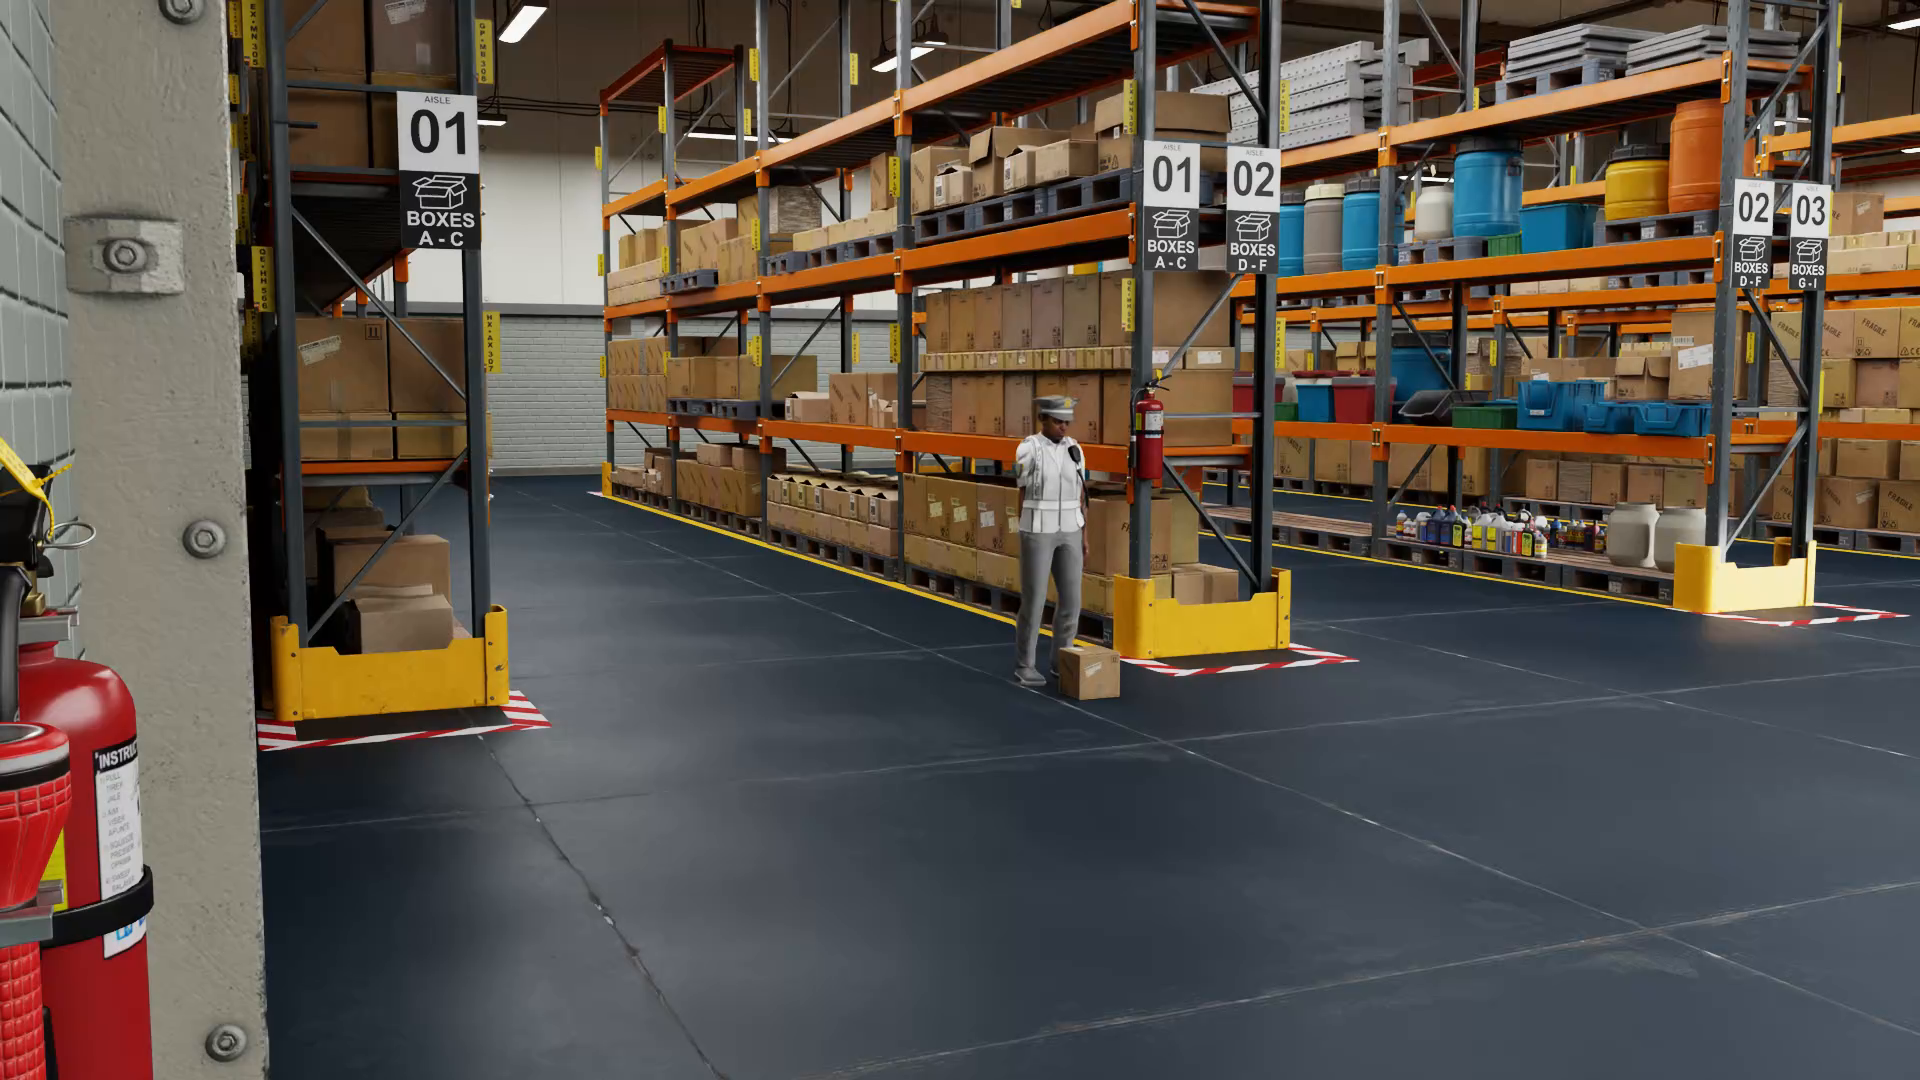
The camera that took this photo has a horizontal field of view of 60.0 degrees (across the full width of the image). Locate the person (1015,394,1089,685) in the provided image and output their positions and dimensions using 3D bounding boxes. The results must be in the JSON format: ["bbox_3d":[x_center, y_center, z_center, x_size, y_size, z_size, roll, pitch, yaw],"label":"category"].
[{"bbox_3d":[0.539,-0.007,9.574,0.439,1.658,0.339,-2,6,-23],"label":"person"}]
